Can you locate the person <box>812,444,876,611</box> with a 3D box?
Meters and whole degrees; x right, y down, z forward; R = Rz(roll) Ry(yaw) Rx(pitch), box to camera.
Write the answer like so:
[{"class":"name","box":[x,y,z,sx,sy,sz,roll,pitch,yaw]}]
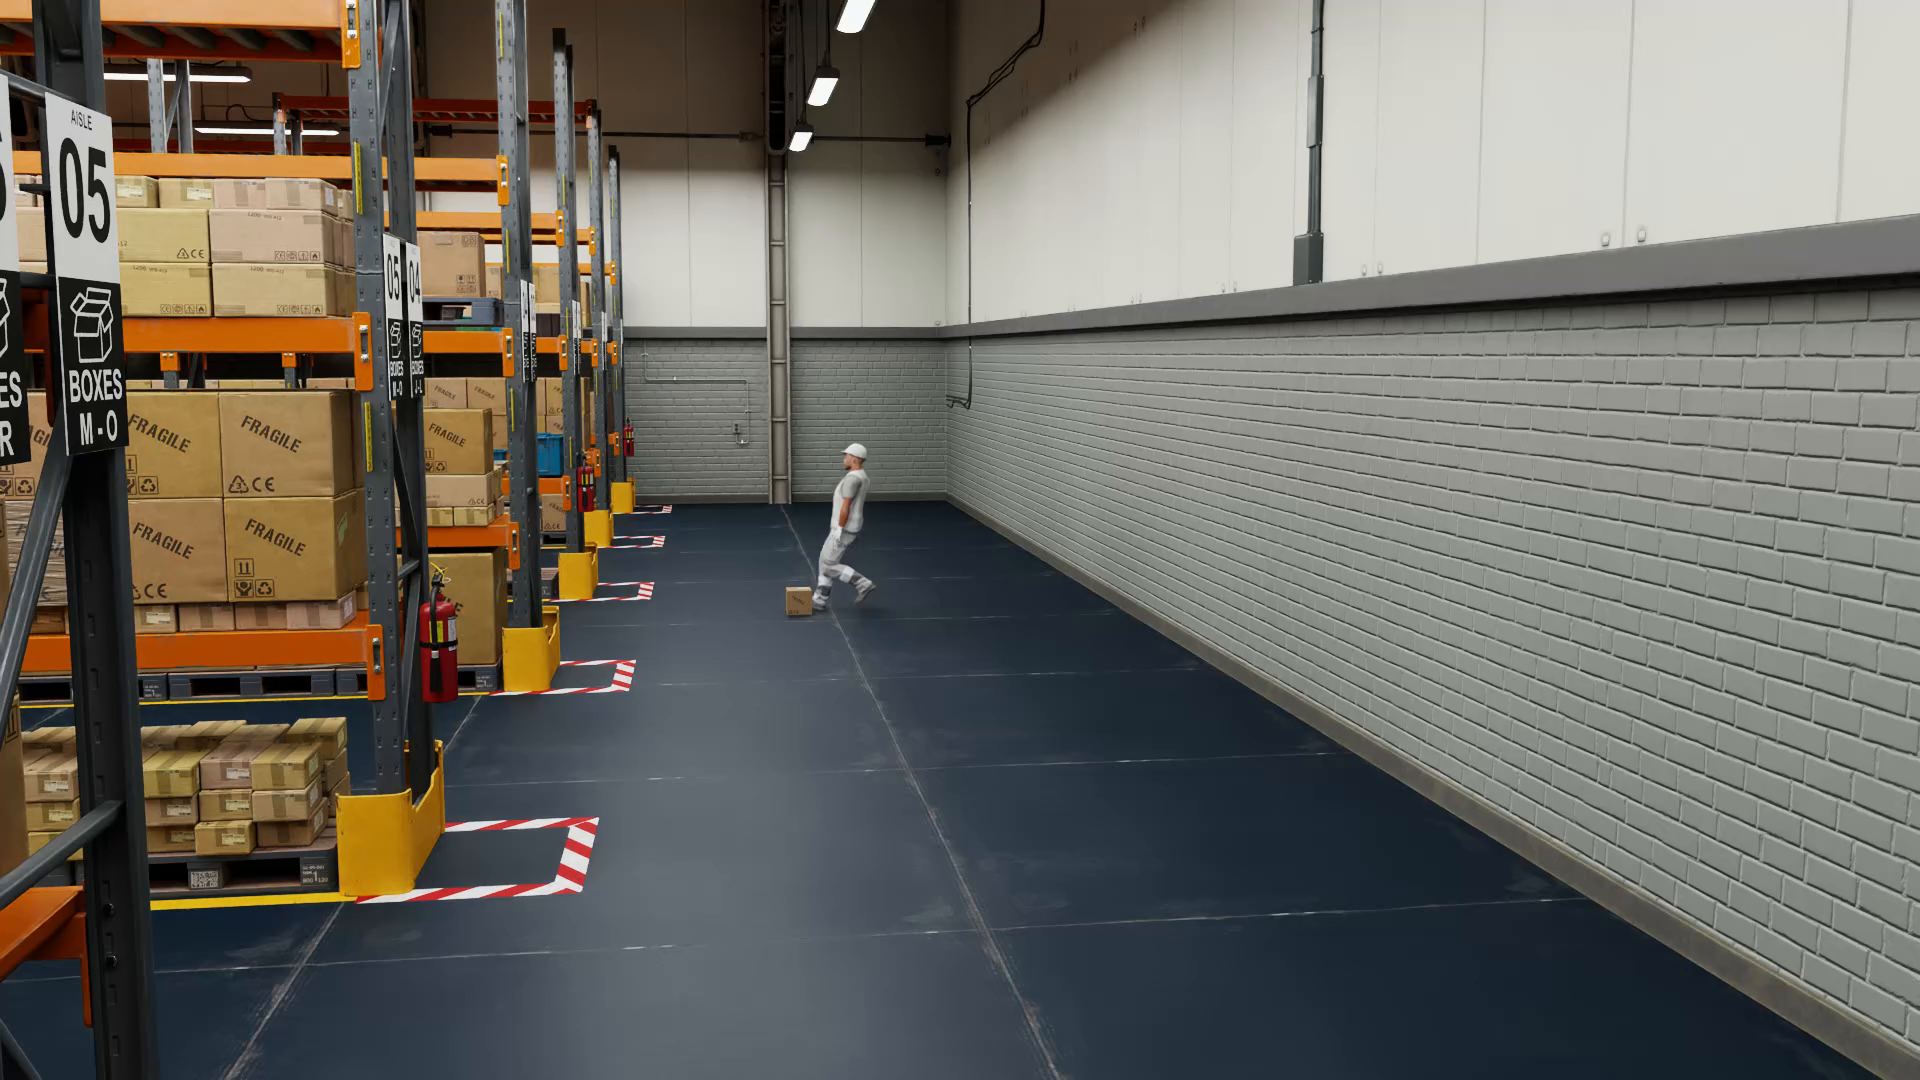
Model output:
[{"class":"person","box":[-1.268,-0.119,16.952,0.853,1.722,0.626,1,6,7]}]
